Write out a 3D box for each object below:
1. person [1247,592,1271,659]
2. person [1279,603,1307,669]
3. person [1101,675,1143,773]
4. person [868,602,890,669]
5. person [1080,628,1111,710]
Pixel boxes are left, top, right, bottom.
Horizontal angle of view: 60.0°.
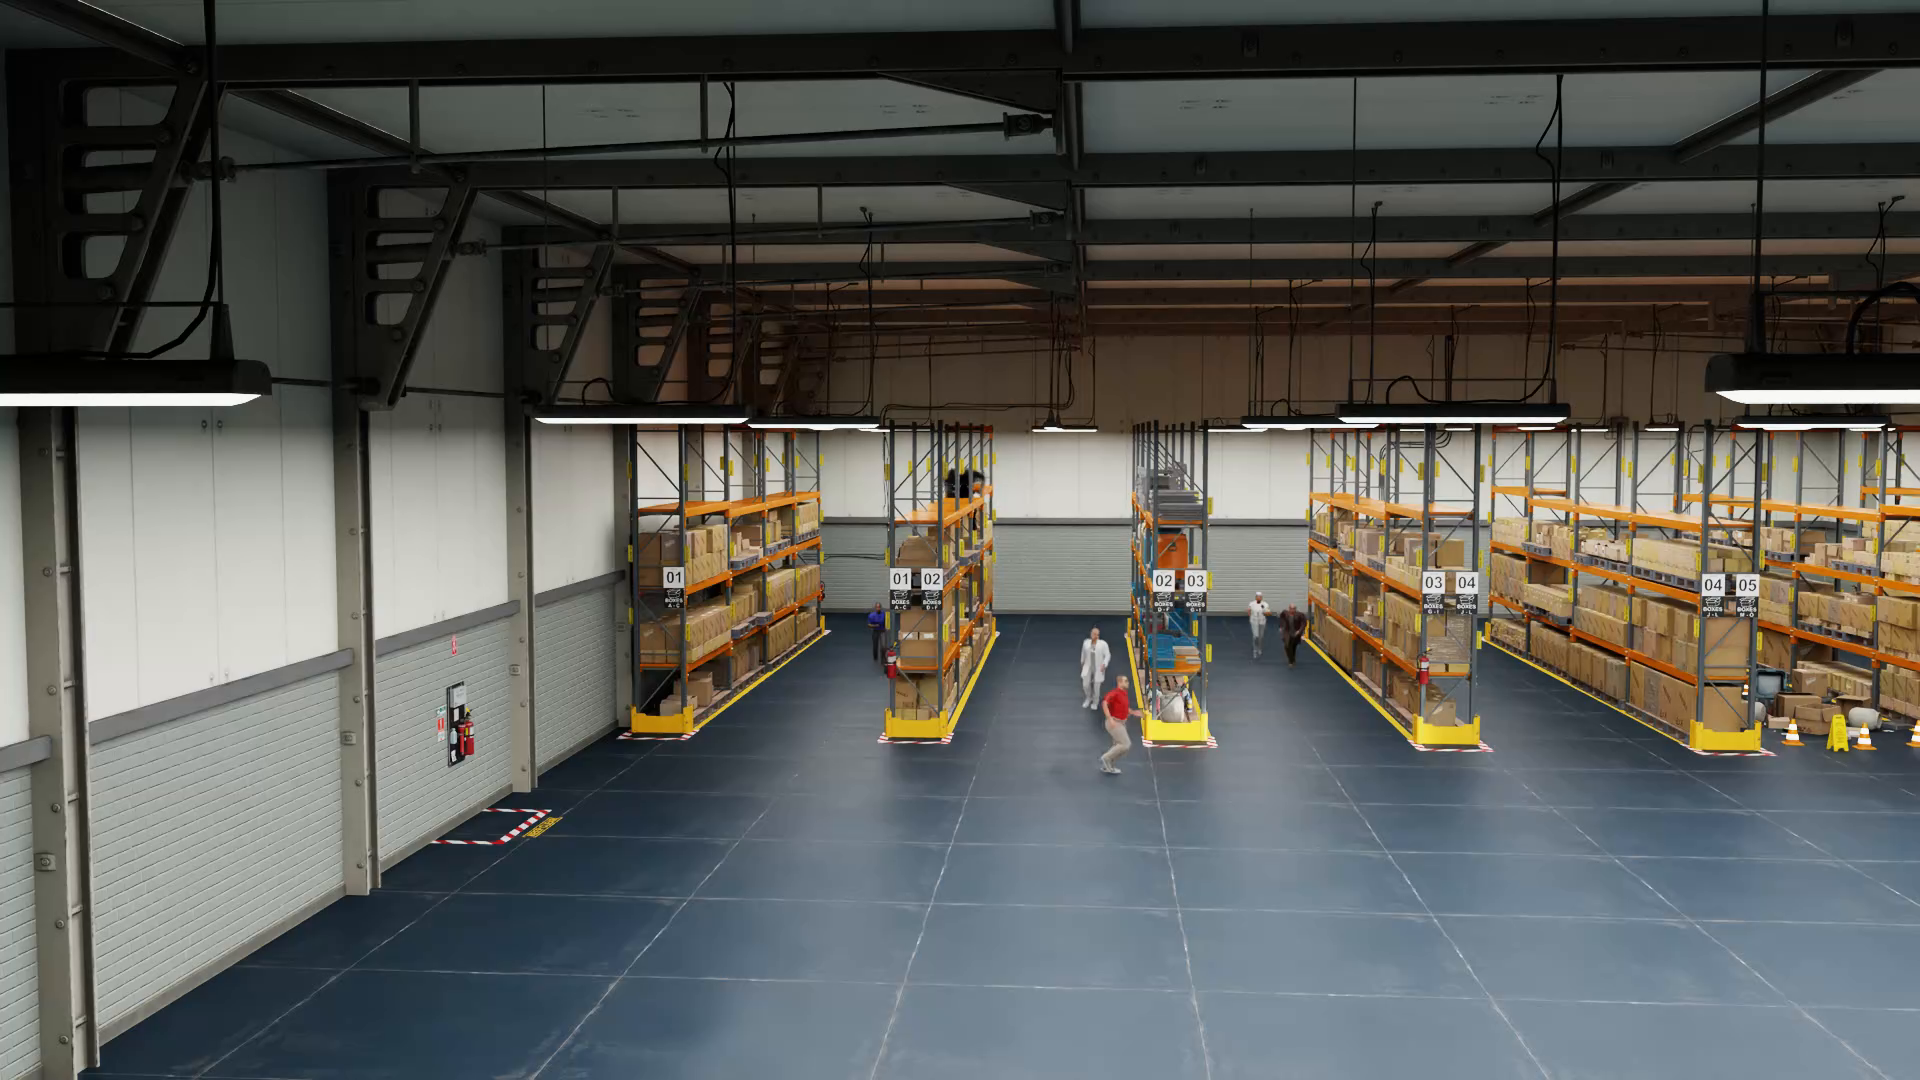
[{"bbox_3d":[7.688,2.184,42.755,0.577,1.706,0.747,0,4,4],"label":"person"},{"bbox_3d":[8.245,2.315,41.088,0.702,1.626,1.117,1,4,16],"label":"person"},{"bbox_3d":[2.706,3.113,28.004,0.689,1.676,0.718,2,4,23],"label":"person"},{"bbox_3d":[-1.987,2.337,40.952,0.578,1.620,0.954,0,4,-6],"label":"person"},{"bbox_3d":[2.773,2.672,34.322,0.704,1.724,0.826,1,4,14],"label":"person"}]
